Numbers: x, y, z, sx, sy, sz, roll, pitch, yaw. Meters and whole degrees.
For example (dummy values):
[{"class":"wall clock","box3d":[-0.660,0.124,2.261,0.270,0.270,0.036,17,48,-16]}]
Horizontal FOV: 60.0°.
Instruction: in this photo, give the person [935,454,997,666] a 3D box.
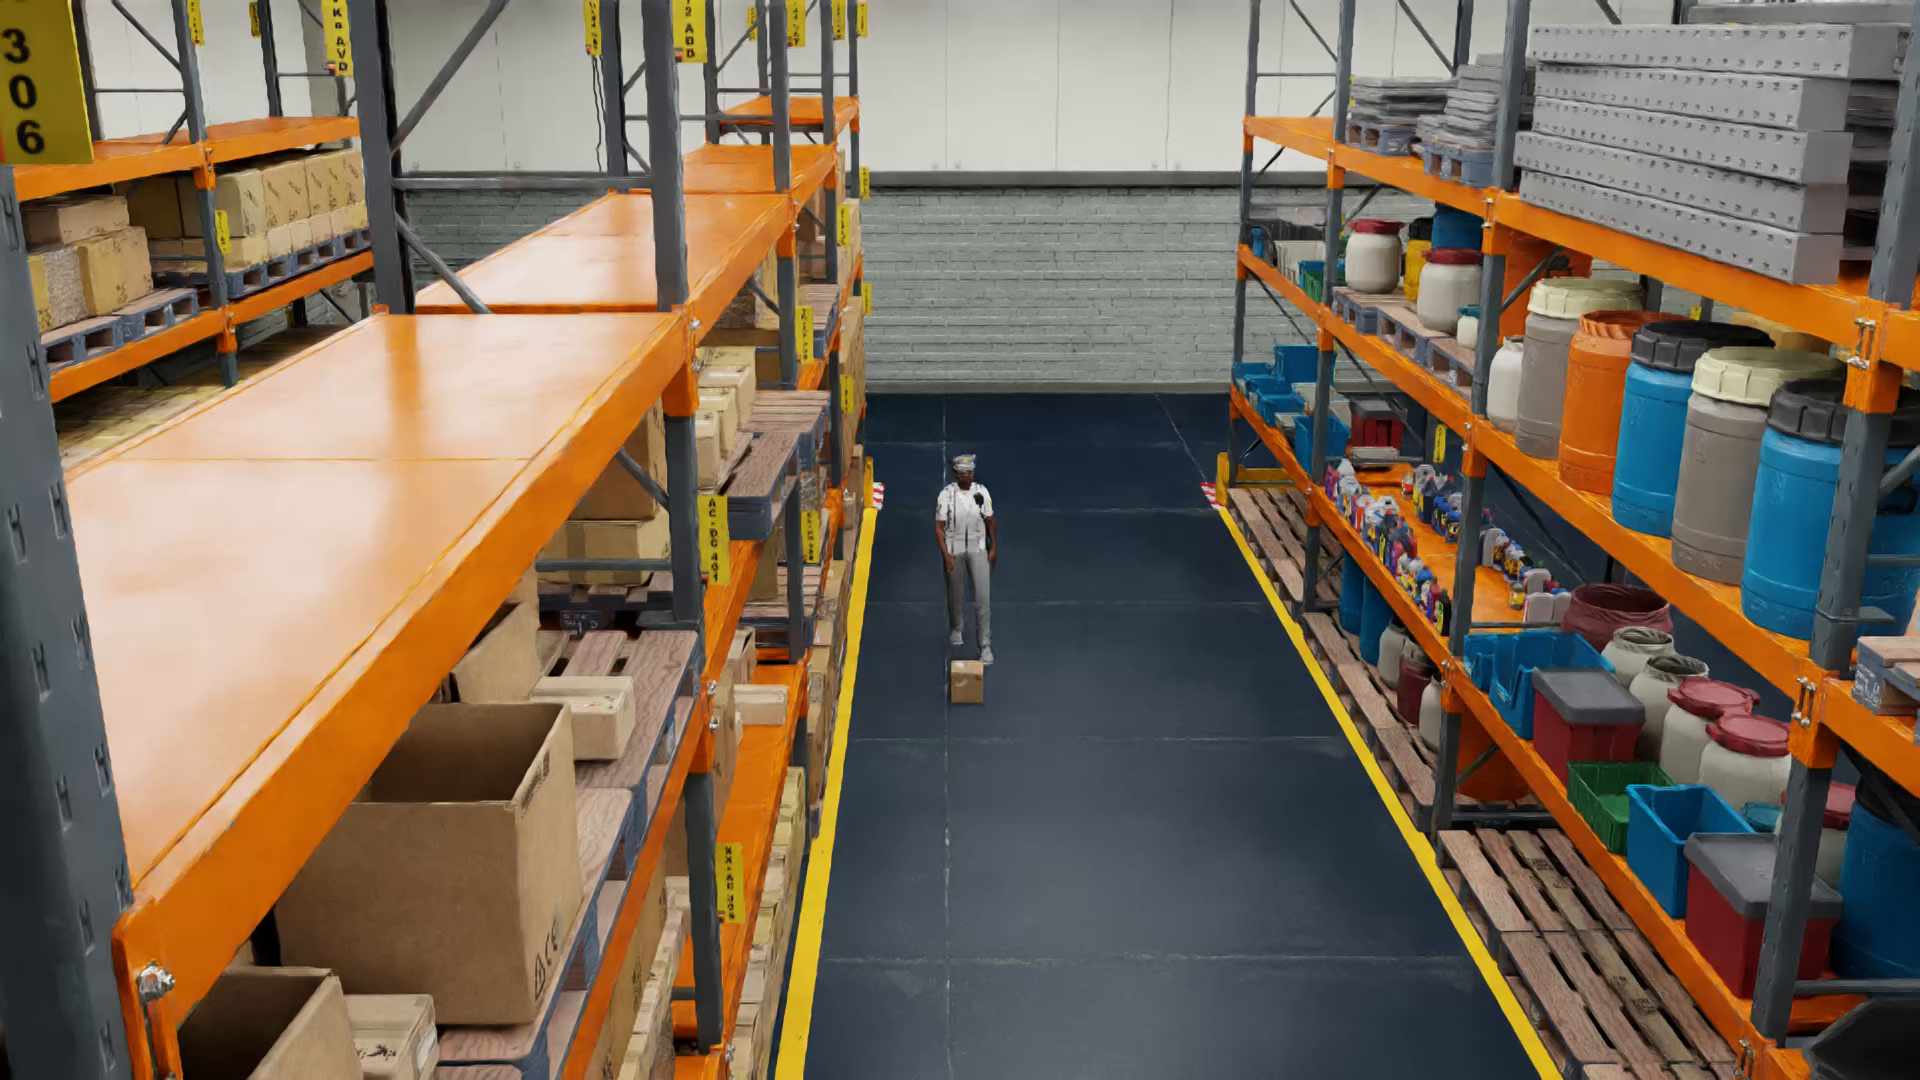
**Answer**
[{"class":"person","box3d":[0.064,0.122,13.649,0.522,1.673,0.768,-2,17,-6]}]
